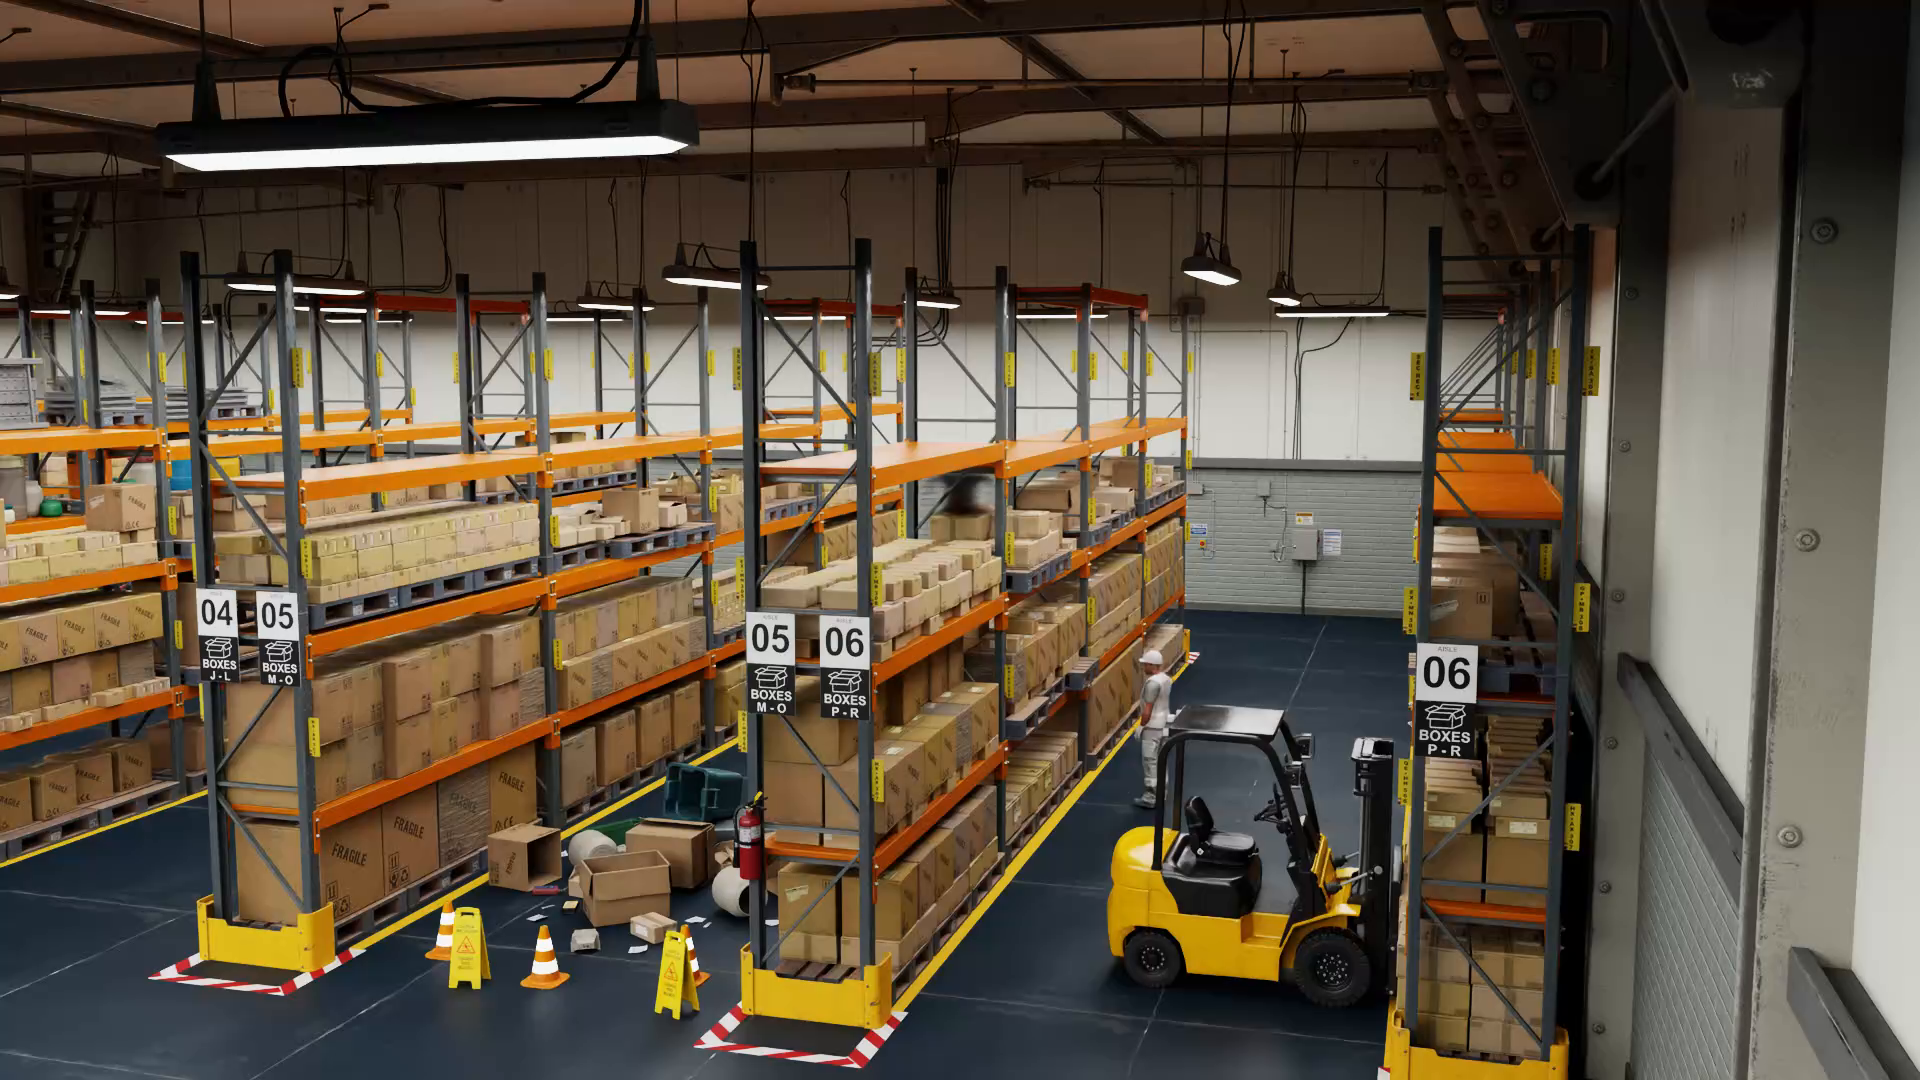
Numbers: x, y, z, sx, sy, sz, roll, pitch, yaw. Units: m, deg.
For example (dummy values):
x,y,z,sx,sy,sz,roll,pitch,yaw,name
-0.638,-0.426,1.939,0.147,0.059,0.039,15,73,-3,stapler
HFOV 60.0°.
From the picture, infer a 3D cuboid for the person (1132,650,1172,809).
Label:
x,y,z,sx,sy,sz,roll,pitch,yaw,name
2.208,2.151,18.995,0.404,1.797,0.545,4,7,31,person
